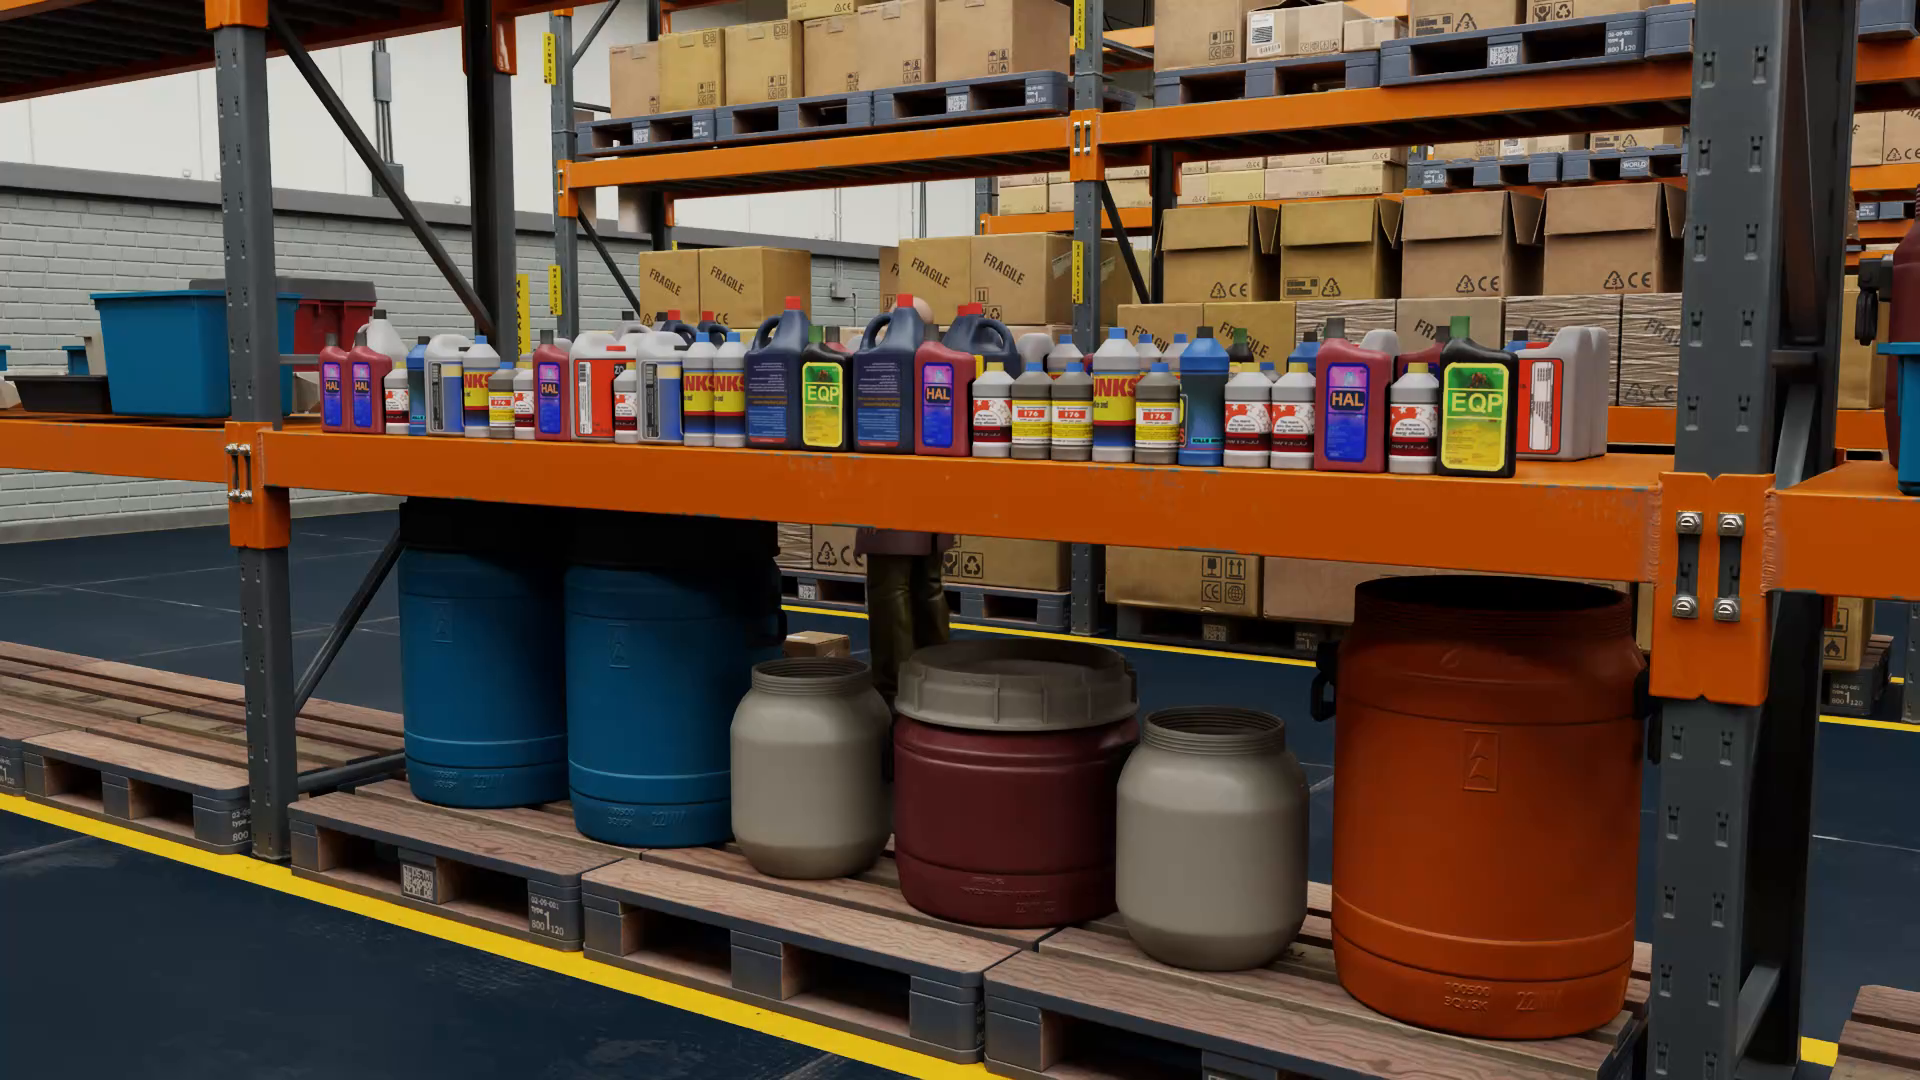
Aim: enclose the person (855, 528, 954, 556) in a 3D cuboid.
[{"bbox_3d":[-0.239,-0.387,7.213,0.323,0.912,0.581,4,7,34],"label":"person"}]
